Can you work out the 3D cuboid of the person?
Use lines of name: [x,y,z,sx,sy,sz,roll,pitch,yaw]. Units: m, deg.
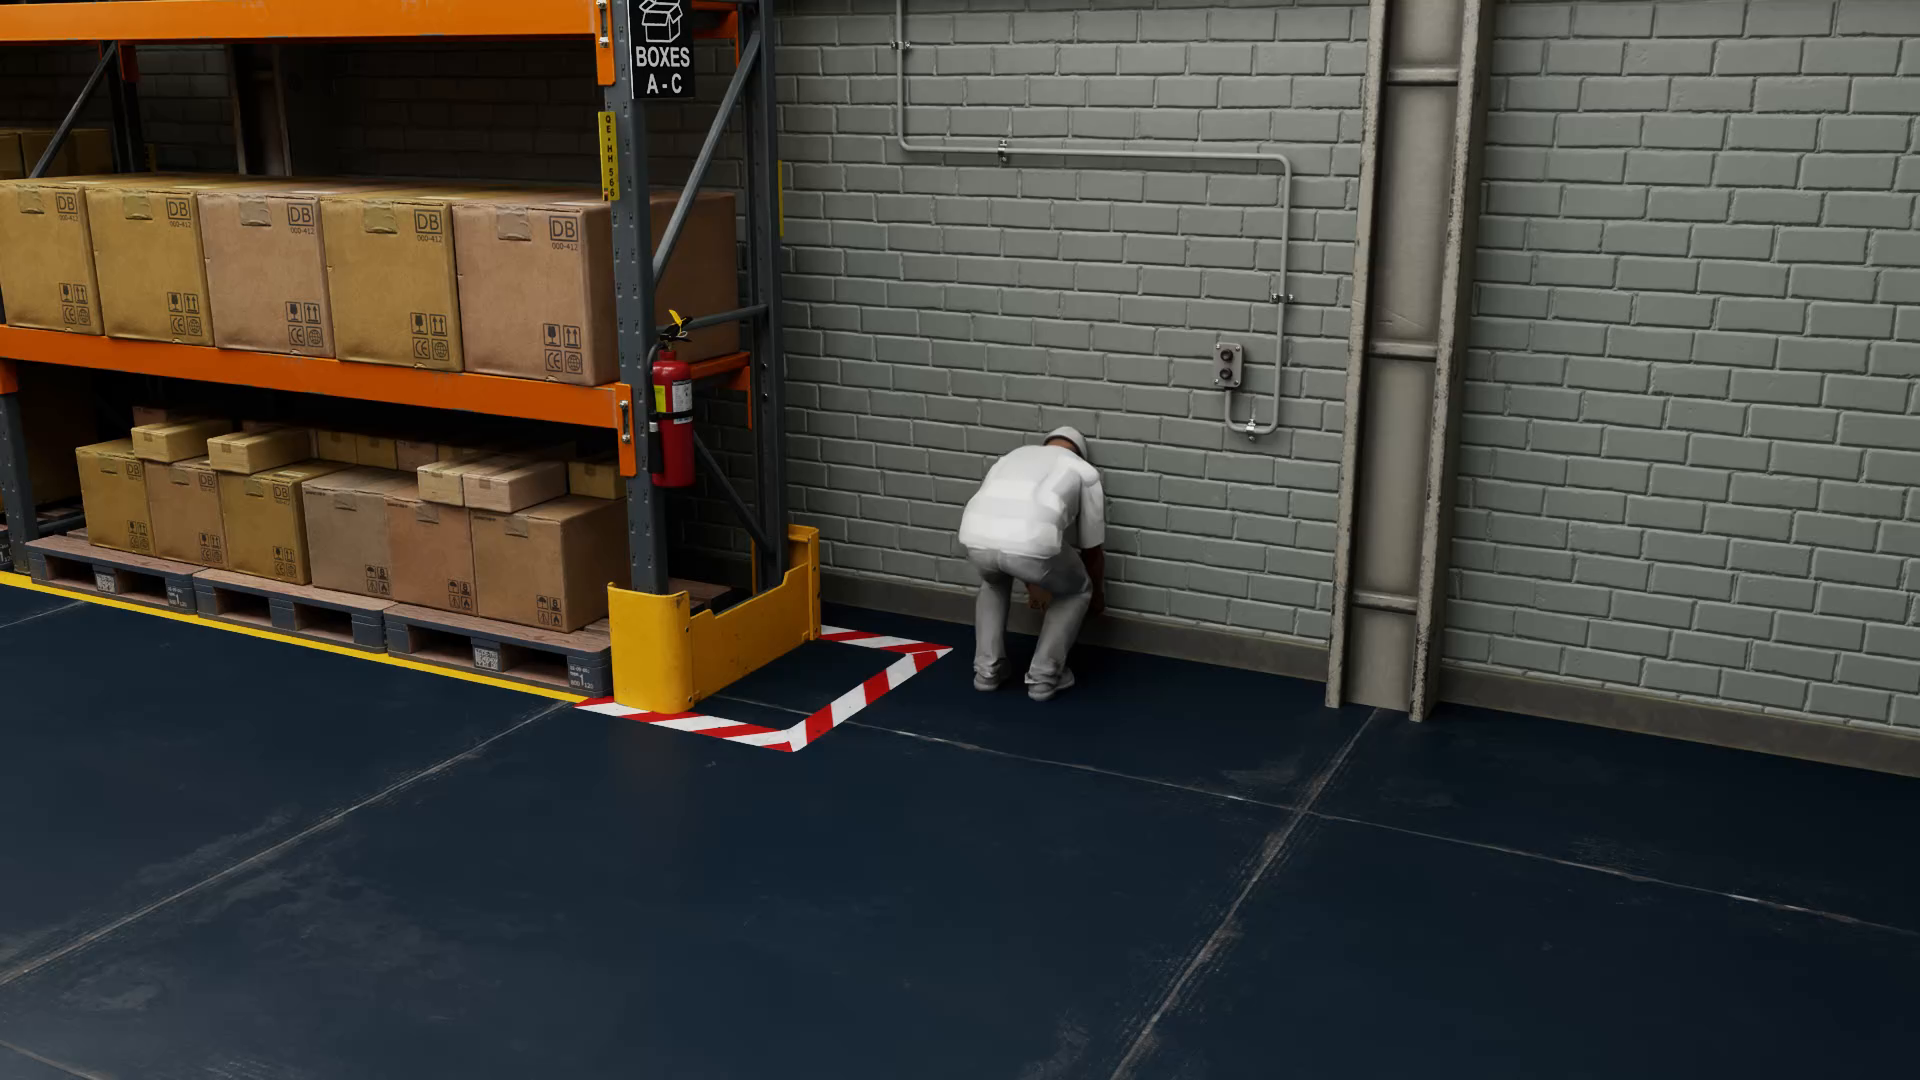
person: [0.318,0.089,7.059,0.525,1.015,0.959,7,17,23]
